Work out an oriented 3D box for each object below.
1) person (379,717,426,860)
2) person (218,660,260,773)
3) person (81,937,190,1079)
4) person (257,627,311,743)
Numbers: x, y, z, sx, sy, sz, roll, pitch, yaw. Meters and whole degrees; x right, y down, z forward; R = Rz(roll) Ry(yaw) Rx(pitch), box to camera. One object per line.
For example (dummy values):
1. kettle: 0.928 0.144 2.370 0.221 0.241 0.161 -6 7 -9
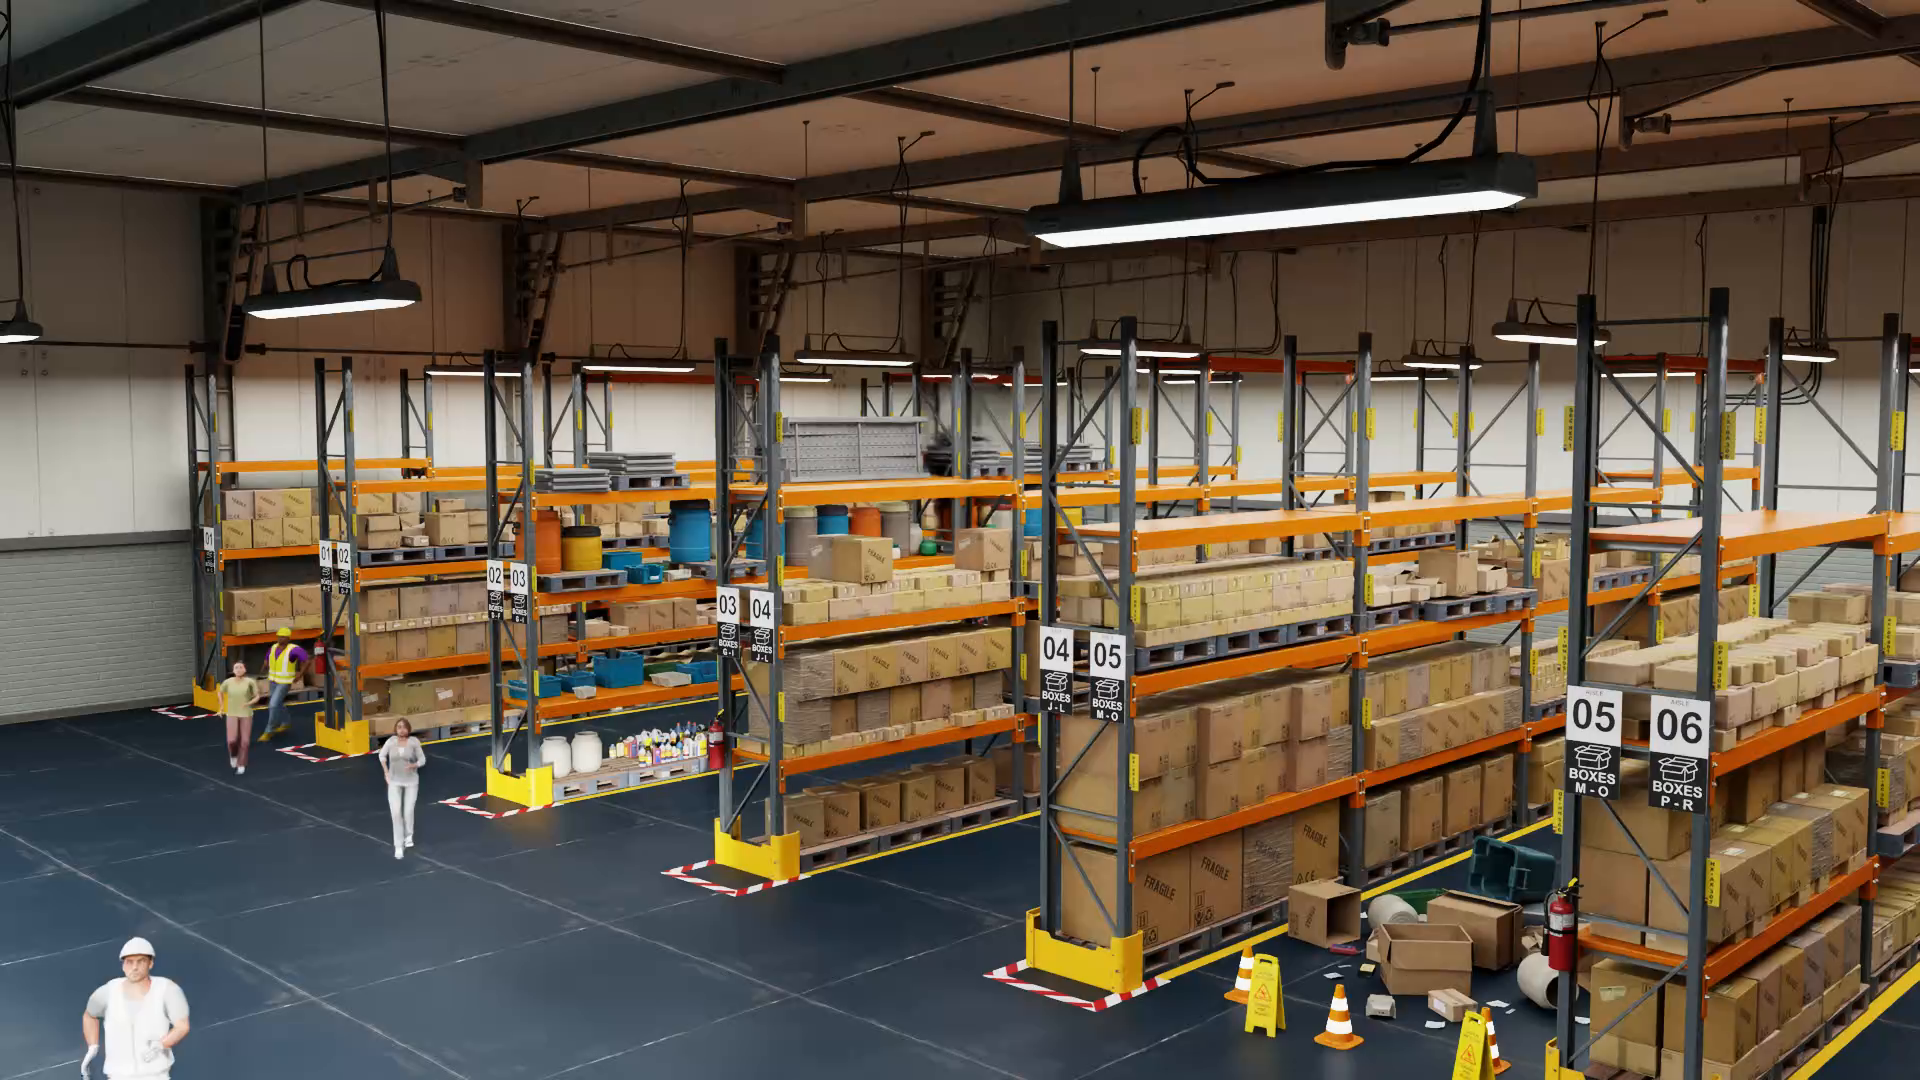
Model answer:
1. person: -6.512 2.888 19.445 0.525 1.647 0.646 -1 5 -17
2. person: -10.295 2.529 23.746 0.567 1.633 0.546 -2 5 -21
3. person: -5.318 3.447 10.740 0.646 1.743 0.650 -2 5 -23
4. person: -10.747 2.268 26.301 0.764 1.782 0.774 2 5 23
